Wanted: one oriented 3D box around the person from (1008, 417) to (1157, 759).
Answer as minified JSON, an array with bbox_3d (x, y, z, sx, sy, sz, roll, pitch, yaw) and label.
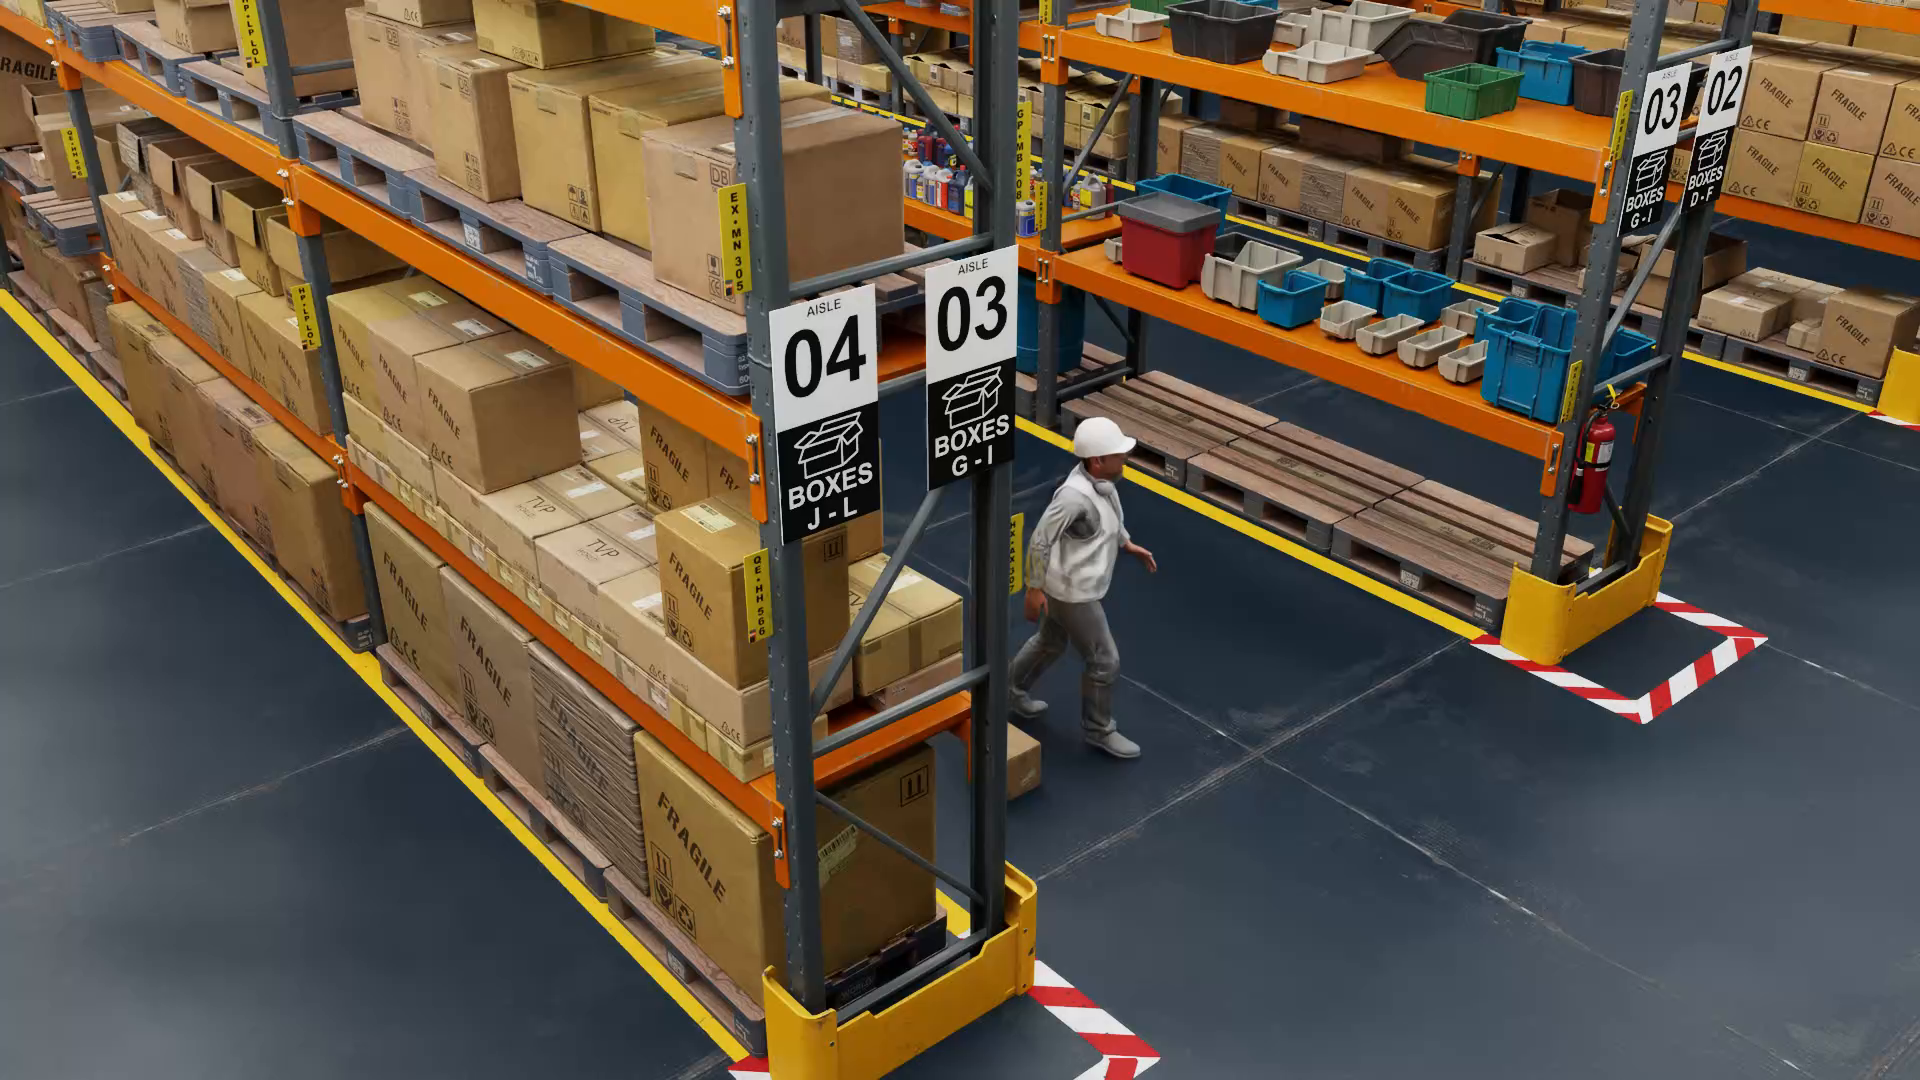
[{"bbox_3d":[0.552,0.209,8.185,0.811,1.773,0.661,5,28,8],"label":"person"}]
